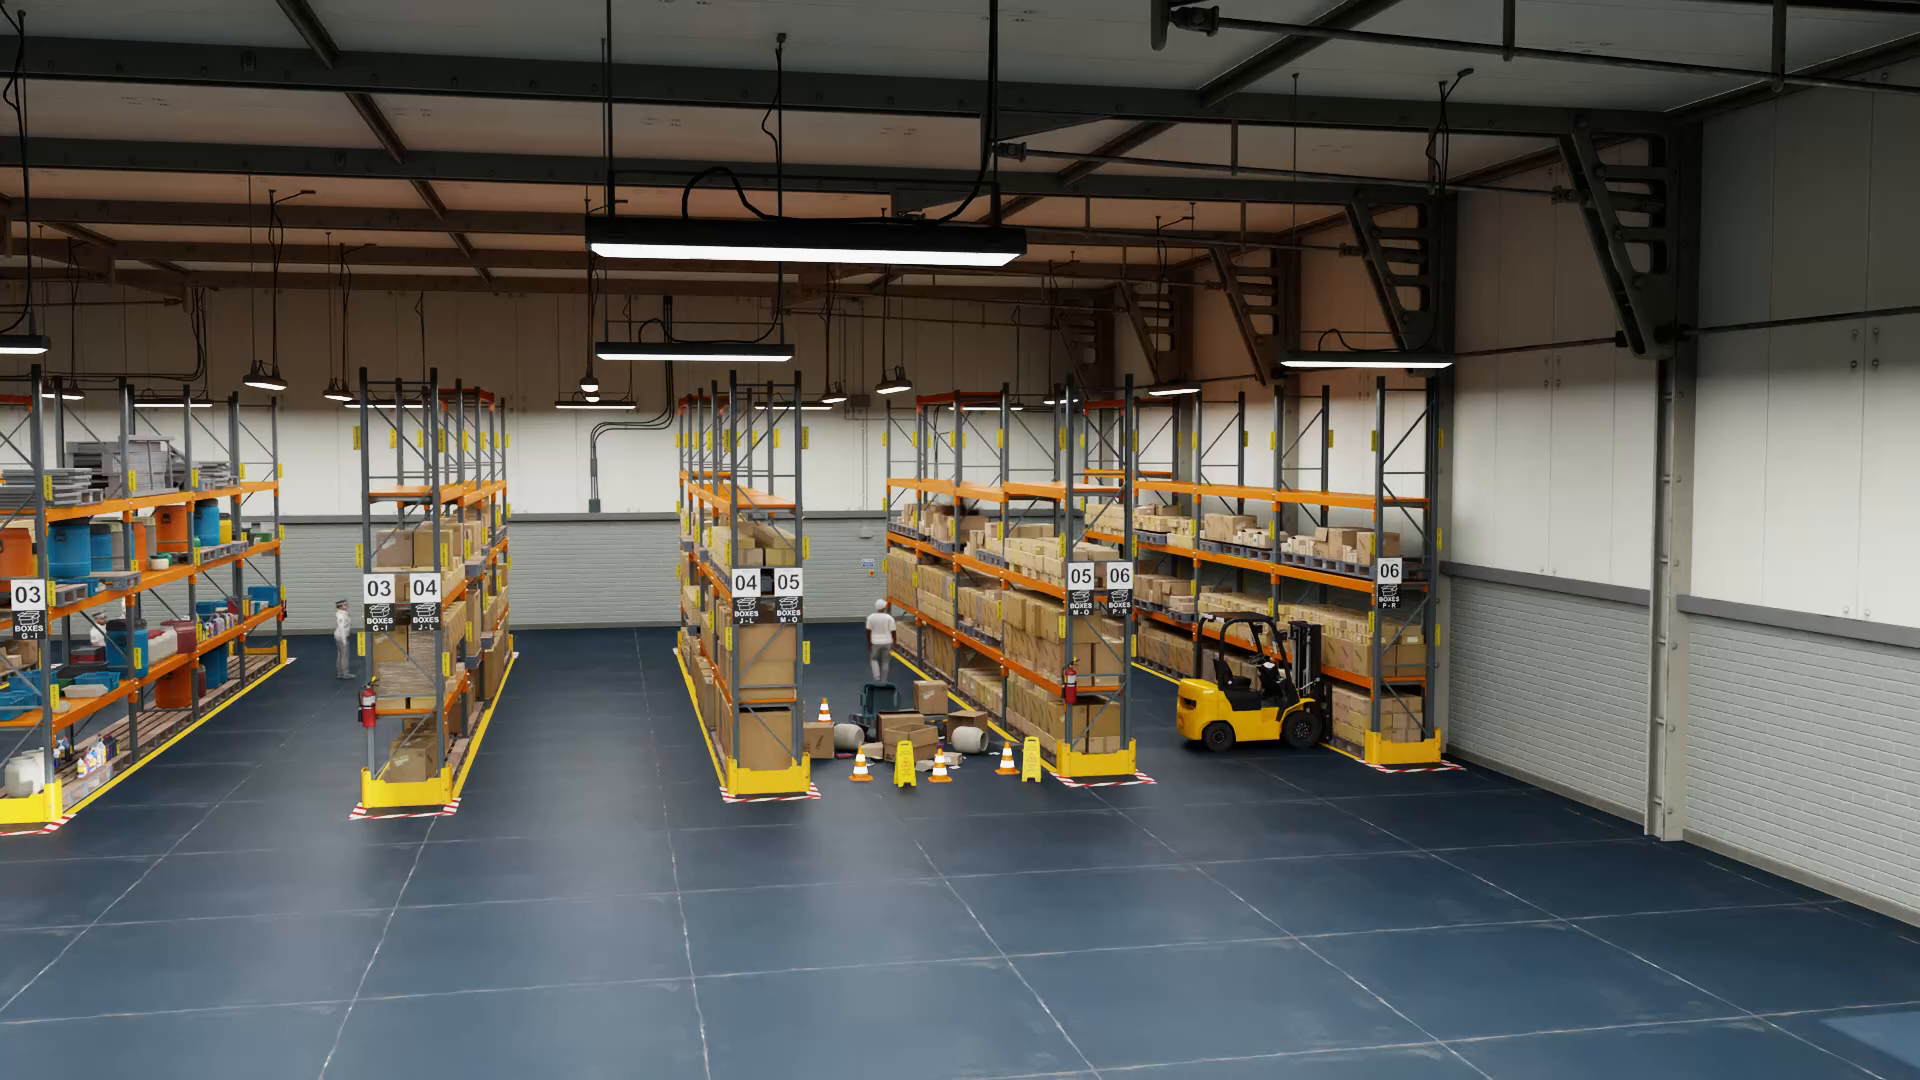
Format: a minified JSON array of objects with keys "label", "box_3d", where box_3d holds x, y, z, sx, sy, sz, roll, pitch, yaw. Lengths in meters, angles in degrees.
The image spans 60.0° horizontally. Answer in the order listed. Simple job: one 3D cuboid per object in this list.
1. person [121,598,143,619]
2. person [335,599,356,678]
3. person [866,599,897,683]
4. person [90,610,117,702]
[{"label":"person","box_3d":[-18.895,1.911,38.053,0.809,1.651,0.519,0,3,-7]},{"label":"person","box_3d":[-12.946,2.067,35.000,0.398,1.683,0.539,-2,4,-26]},{"label":"person","box_3d":[-1.509,2.008,32.108,0.616,1.748,0.477,0,3,-6]},{"label":"person","box_3d":[-16.380,2.220,31.789,0.488,1.774,0.564,-2,4,-26]}]
